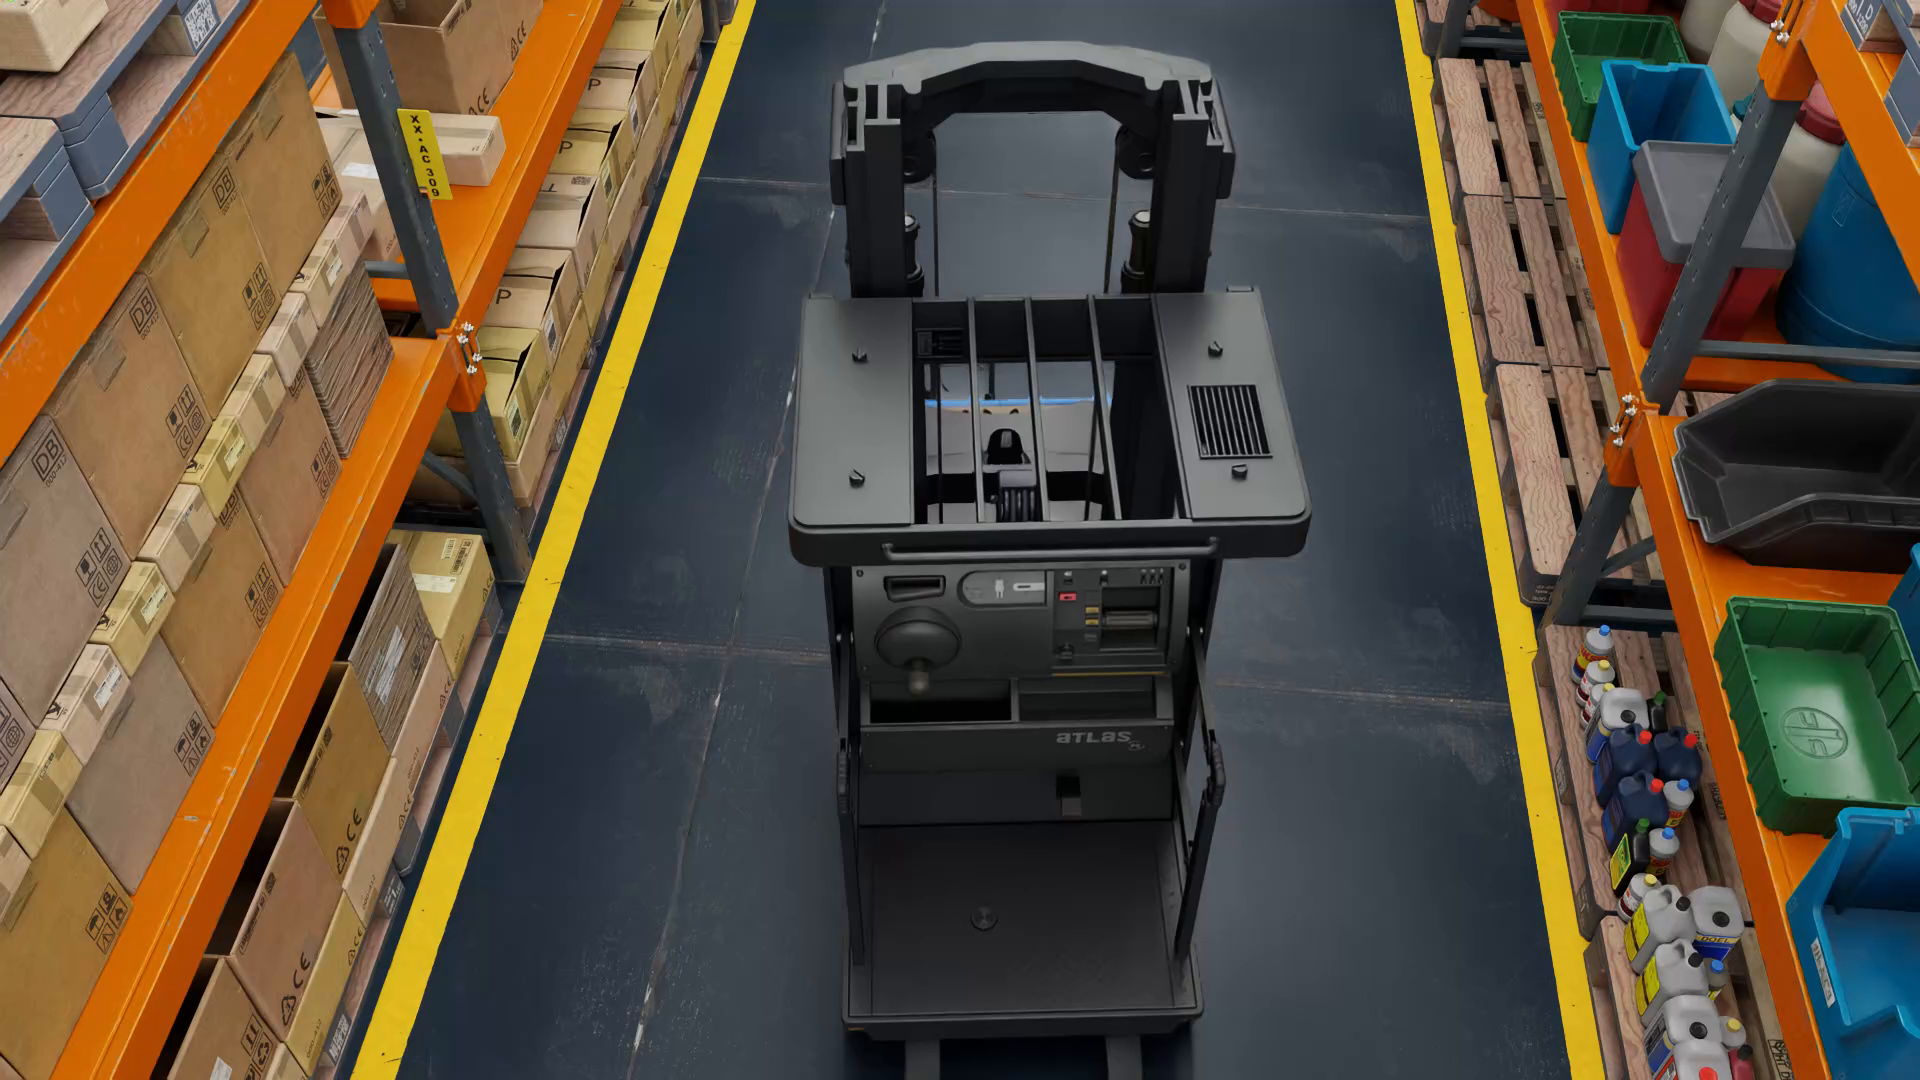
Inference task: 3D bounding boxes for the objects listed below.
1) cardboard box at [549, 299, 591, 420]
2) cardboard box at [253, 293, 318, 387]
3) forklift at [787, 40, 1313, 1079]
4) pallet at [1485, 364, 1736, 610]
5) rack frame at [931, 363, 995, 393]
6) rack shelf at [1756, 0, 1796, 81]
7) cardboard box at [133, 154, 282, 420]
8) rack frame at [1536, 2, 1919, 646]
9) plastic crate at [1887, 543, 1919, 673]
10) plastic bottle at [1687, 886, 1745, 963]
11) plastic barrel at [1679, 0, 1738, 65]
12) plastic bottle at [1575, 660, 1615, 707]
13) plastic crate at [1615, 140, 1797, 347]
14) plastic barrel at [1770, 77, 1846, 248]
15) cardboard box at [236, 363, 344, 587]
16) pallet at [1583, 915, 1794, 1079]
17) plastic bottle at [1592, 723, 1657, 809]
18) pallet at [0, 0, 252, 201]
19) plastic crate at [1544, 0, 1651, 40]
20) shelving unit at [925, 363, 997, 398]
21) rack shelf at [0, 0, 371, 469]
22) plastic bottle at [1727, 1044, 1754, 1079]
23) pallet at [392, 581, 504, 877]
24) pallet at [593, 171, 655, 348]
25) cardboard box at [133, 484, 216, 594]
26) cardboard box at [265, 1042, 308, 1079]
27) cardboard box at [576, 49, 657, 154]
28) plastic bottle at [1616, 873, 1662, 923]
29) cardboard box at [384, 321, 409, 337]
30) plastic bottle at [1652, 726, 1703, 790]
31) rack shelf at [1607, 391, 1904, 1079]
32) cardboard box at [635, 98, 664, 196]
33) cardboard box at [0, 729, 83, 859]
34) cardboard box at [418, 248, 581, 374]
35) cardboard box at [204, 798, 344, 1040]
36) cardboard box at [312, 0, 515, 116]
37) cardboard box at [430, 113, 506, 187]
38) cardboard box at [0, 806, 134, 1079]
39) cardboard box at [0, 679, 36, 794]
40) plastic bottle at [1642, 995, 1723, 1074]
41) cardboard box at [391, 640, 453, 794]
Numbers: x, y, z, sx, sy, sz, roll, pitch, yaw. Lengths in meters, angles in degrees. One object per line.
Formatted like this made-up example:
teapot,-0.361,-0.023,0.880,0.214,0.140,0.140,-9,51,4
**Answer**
cardboard box,-1.883,-0.782,7.011,0.500,0.250,0.500,5,48,5
cardboard box,-2.072,-0.577,4.738,0.380,0.149,0.250,3,48,2
forklift,0.176,0.327,4.465,1.130,2.935,3.031,-1,48,-1
pallet,2.750,-0.216,6.804,1.003,0.211,1.213,4,48,4
rack frame,0.010,-0.384,6.492,0.240,0.900,0.006,4,48,4
rack shelf,2.900,-2.816,5.748,1.077,0.370,4.000,4,48,4
cardboard box,-2.294,-0.687,4.398,0.700,0.500,0.500,4,48,3
rack frame,2.717,-0.577,5.245,1.000,3.000,0.127,4,48,4
plastic crate,2.887,0.305,4.539,0.499,0.251,0.616,4,48,4
plastic bottle,2.325,1.202,5.166,0.152,0.276,0.135,4,48,4
plastic barrel,3.129,-2.168,6.608,0.433,0.535,0.433,0,48,0
plastic bottle,2.243,0.498,5.860,0.097,0.201,0.097,0,48,0
plastic crate,2.457,-0.975,5.566,0.402,0.464,0.583,4,48,4
plastic barrel,3.023,-1.311,5.824,0.433,0.535,0.433,0,48,0
cardboard box,-2.291,-0.232,4.862,0.700,0.500,0.500,3,48,3
pallet,2.506,1.754,5.003,1.003,0.211,1.213,4,48,4
plastic bottle,2.231,0.734,5.543,0.144,0.351,0.185,5,48,5
pallet,-2.267,-1.267,3.903,1.003,0.211,1.213,4,48,4
plastic crate,2.630,-2.371,6.842,0.402,0.464,0.583,4,48,4
shelving unit,0.001,-0.310,6.423,0.258,0.900,0.210,4,48,4
rack shelf,-2.397,-0.213,3.367,1.077,0.370,4.000,4,48,4
plastic bottle,2.240,1.575,4.819,0.061,0.283,0.133,4,48,4
pallet,-2.329,0.610,6.049,1.003,0.211,1.213,4,48,4
pallet,-2.078,-1.415,7.901,1.003,0.211,1.213,4,48,4
cardboard box,-2.144,-0.018,4.227,0.380,0.149,0.250,5,48,5
cardboard box,-2.221,1.699,4.742,0.500,0.250,0.500,4,48,4
cardboard box,-1.743,-2.101,7.837,0.500,0.311,0.500,4,48,3
plastic bottle,2.164,1.129,5.283,0.097,0.201,0.097,0,48,0
cardboard box,-2.464,-0.633,6.495,0.500,0.311,0.500,4,48,4
plastic bottle,2.374,0.743,5.534,0.144,0.351,0.185,4,48,4
rack shelf,2.535,1.135,4.166,1.077,0.370,4.000,4,48,4
cardboard box,-1.748,-1.915,8.047,0.500,0.250,0.500,5,48,4
cardboard box,-2.214,0.553,3.704,0.380,0.149,0.250,3,48,3
cardboard box,-1.878,-0.970,6.803,0.500,0.311,0.500,3,48,3
cardboard box,-2.170,1.078,4.801,0.500,0.500,0.500,4,48,4
cardboard box,-2.081,-1.897,6.384,0.500,0.500,0.500,7,48,6
cardboard box,-1.931,-1.465,6.228,0.380,0.149,0.250,4,48,4
cardboard box,-2.430,0.900,3.826,0.700,0.500,0.500,4,48,4
cardboard box,-2.432,0.417,3.389,0.700,0.500,0.500,4,48,4
plastic bottle,2.147,1.469,4.922,0.152,0.276,0.135,3,48,2
cardboard box,-2.095,0.596,5.751,0.500,0.250,0.500,4,48,4
